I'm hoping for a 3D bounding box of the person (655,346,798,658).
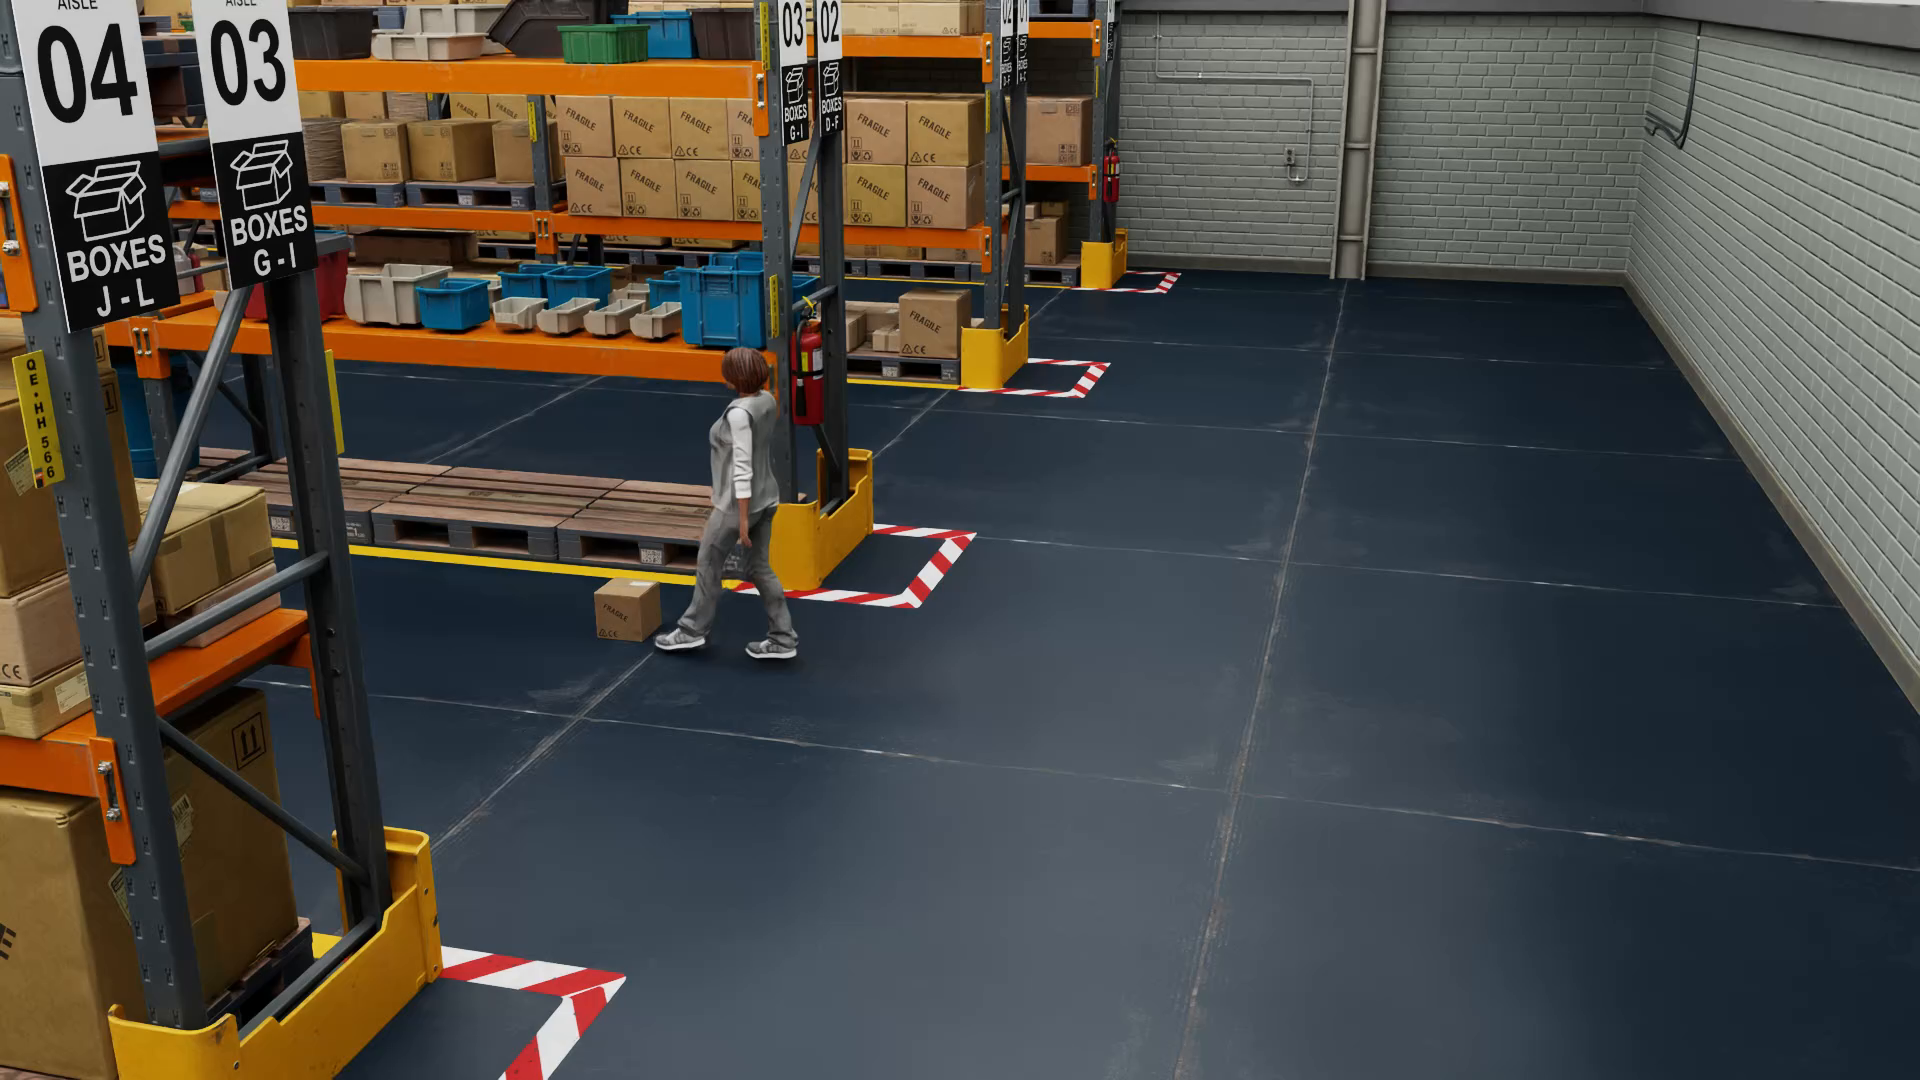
[{"bbox_3d":[-1.147,-0.189,8.116,0.751,1.576,0.468,8,20,23],"label":"person"}]
